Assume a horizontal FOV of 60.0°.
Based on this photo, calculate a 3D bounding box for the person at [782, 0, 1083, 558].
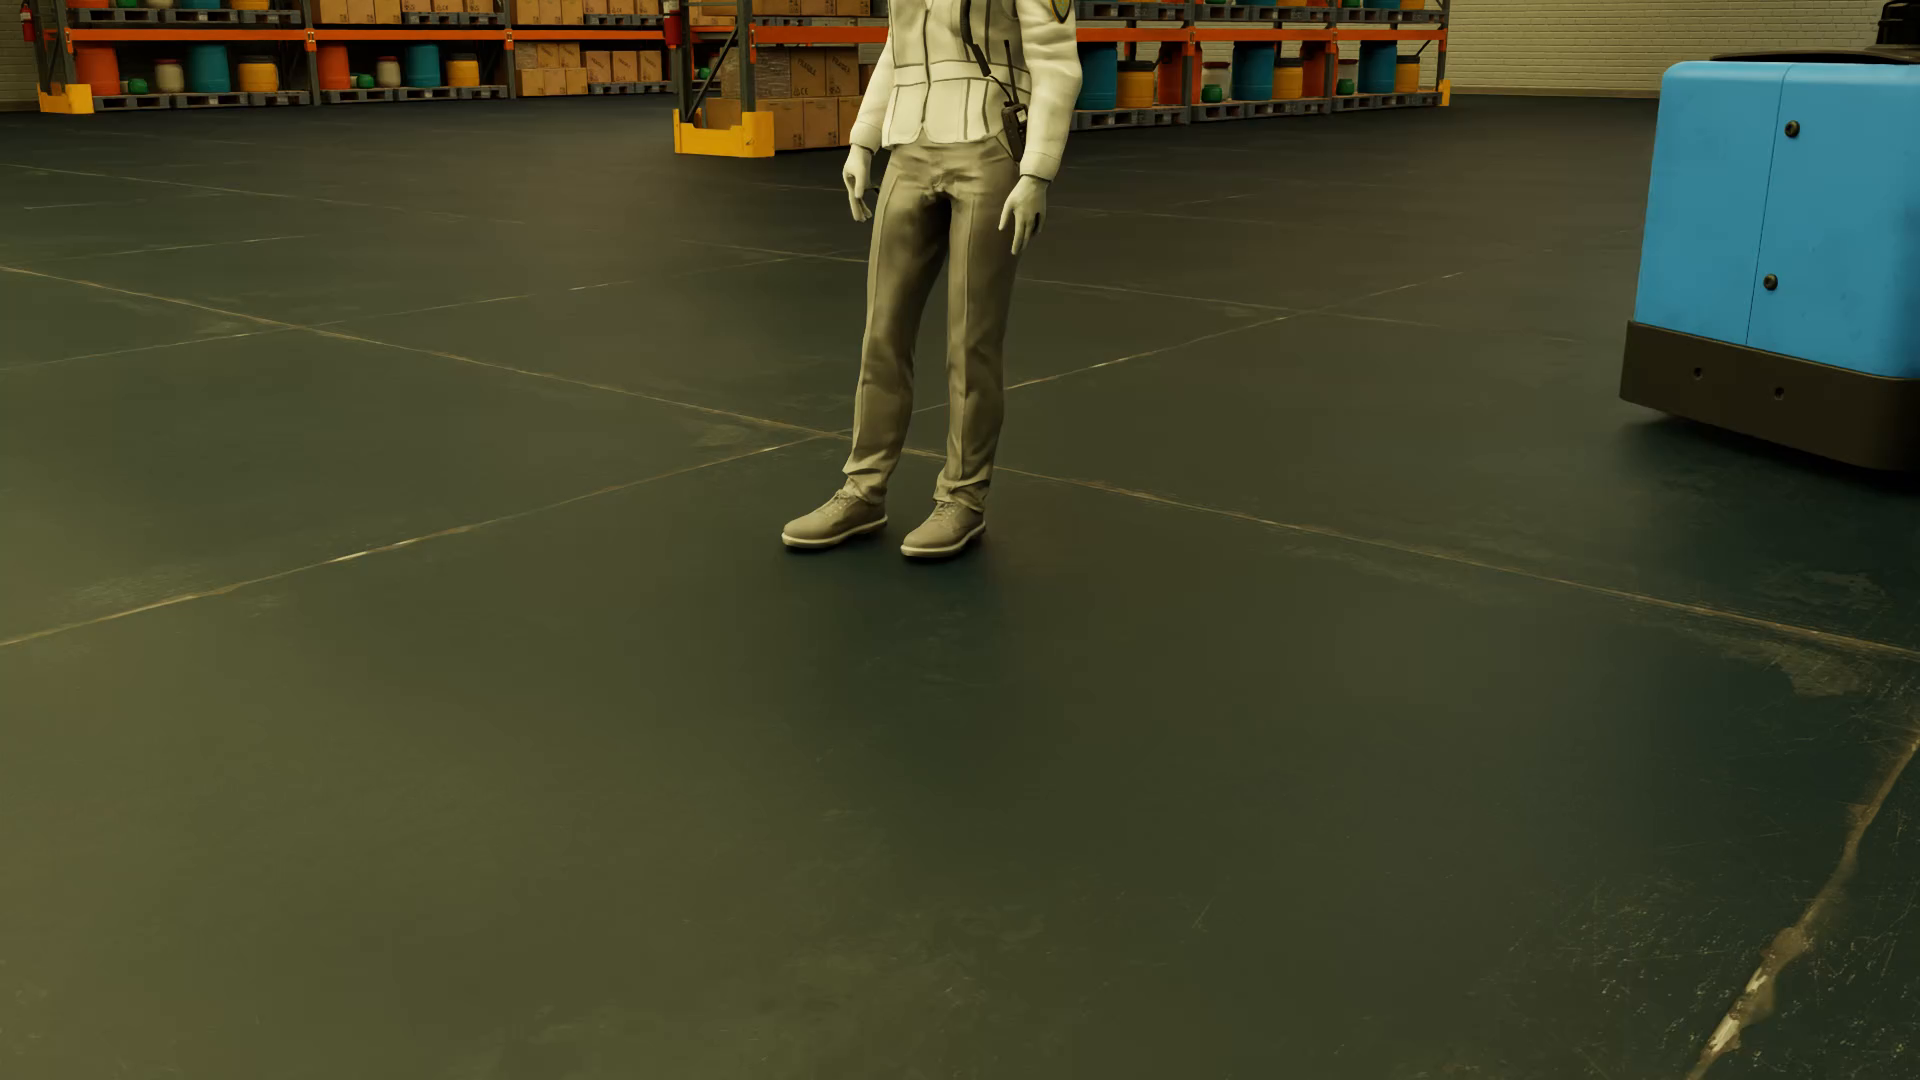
[{"bbox_3d":[-0.049,-0.804,3.648,0.586,1.694,0.531,13,21,37],"label":"person"}]

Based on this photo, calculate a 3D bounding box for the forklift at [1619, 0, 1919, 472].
[{"bbox_3d":[3.611,-1.791,4.796,3.031,2.935,1.130,-6,18,-19],"label":"forklift"}]
